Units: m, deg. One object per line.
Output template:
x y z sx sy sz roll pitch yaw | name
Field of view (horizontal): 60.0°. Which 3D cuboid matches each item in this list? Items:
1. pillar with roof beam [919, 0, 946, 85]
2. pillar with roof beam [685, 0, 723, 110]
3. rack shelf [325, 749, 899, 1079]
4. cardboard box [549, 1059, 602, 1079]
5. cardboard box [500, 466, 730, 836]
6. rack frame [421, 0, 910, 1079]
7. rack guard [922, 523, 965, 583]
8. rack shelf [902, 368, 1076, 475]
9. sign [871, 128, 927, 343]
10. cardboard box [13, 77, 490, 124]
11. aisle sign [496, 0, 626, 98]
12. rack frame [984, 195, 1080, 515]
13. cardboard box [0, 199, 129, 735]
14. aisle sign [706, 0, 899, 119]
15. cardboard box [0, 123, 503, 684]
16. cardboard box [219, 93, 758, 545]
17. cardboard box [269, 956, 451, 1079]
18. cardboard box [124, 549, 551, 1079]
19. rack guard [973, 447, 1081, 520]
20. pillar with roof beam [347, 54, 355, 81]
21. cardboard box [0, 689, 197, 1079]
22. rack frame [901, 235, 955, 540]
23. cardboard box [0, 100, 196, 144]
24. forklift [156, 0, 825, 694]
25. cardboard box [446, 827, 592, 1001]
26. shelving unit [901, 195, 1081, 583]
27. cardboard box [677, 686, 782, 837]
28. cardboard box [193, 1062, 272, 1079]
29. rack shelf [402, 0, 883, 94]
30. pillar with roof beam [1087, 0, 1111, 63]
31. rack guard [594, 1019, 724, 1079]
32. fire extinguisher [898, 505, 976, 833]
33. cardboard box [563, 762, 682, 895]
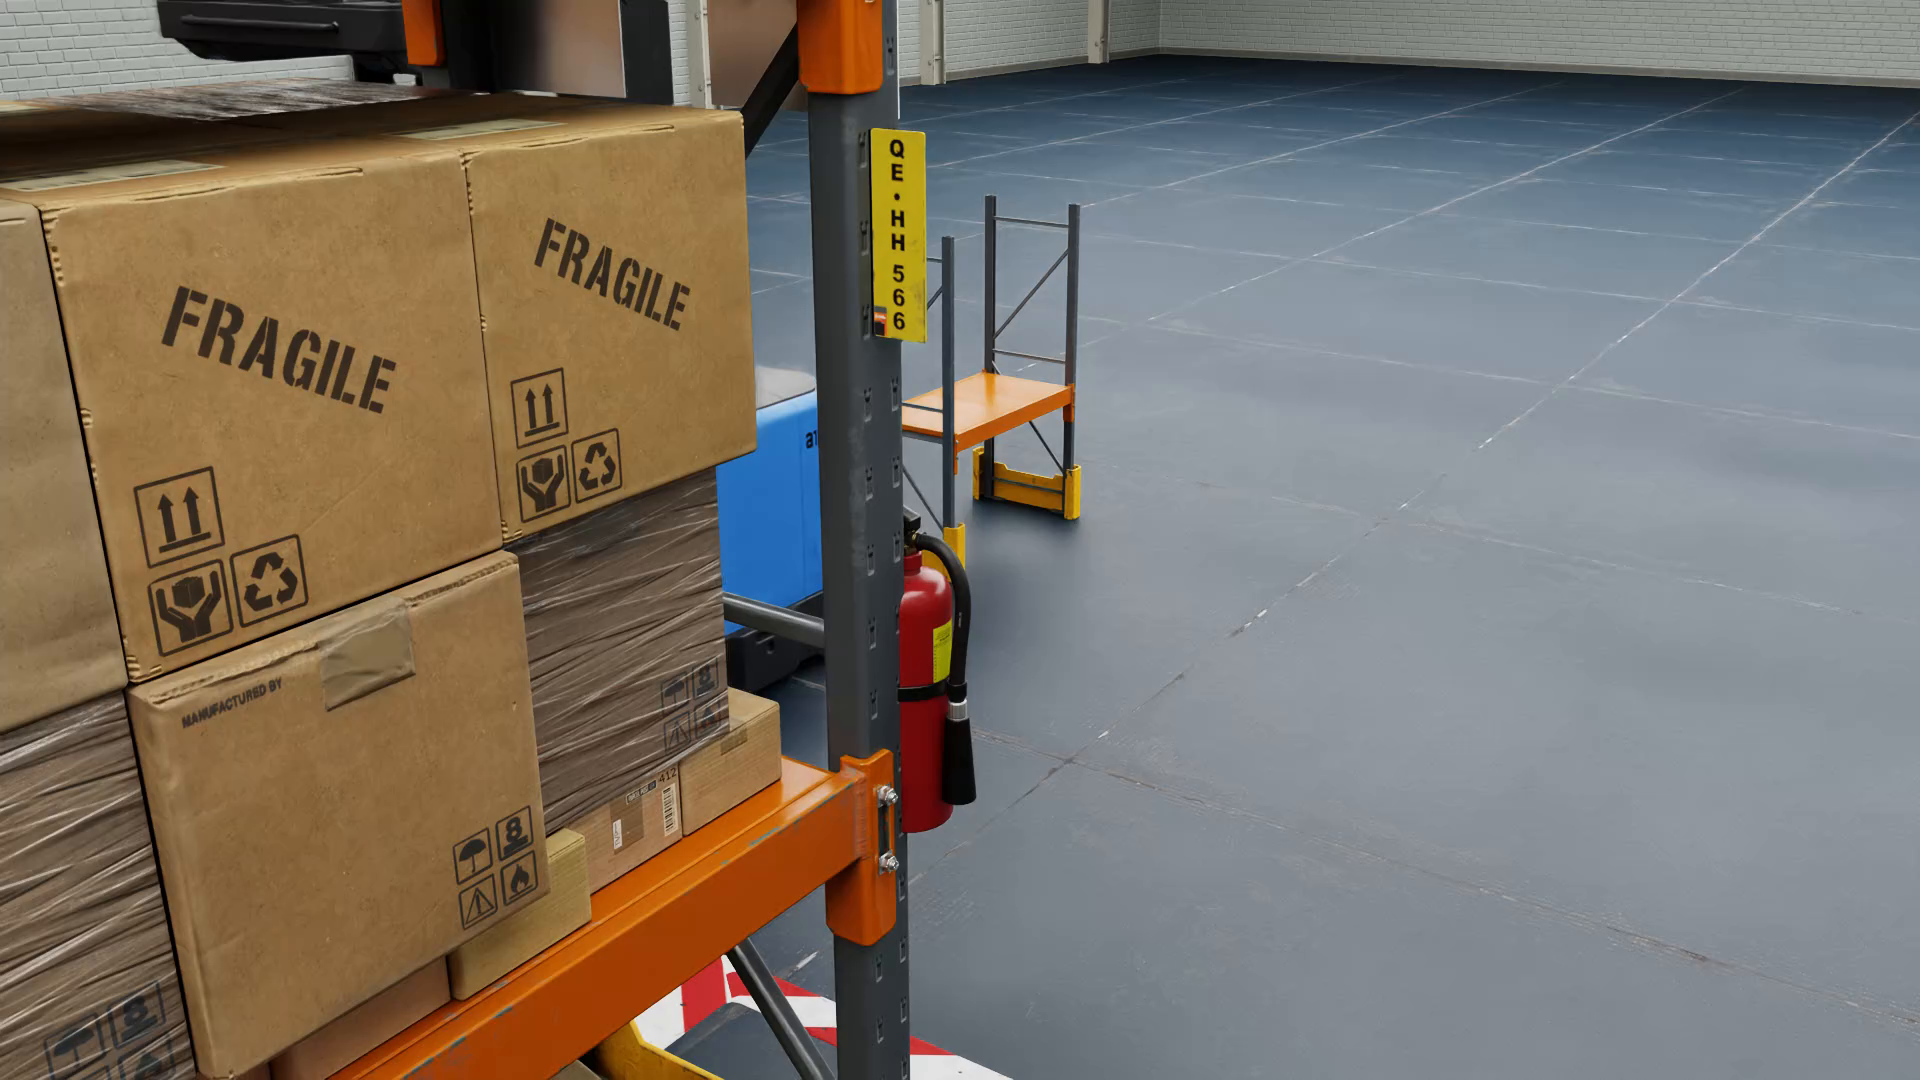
3.069 -11.631 26.239 9.100 9.000 0.400 13 24 32 | pillar with roof beam
-0.304 -9.910 21.585 9.100 9.000 0.400 13 24 32 | pillar with roof beam
-1.667 1.016 1.732 1.077 0.370 4.000 13 24 32 | rack shelf
-0.908 1.256 3.044 0.500 0.500 0.500 19 28 42 | cardboard box
-0.875 0.070 2.678 0.875 0.500 0.500 13 24 32 | cardboard box
-0.545 0.104 3.161 0.949 2.616 0.053 13 24 32 | rack frame
-0.237 0.004 7.394 0.587 0.250 0.087 13 24 32 | rack guard
0.048 -0.559 7.633 0.538 0.185 1.000 13 24 32 | rack shelf
-0.095 -0.473 2.595 0.100 0.325 0.005 13 24 32 | sign
-1.077 -0.446 2.634 0.500 0.500 0.500 13 24 32 | cardboard box
-0.756 -1.191 2.914 0.394 0.787 0.004 13 24 32 | aisle sign
0.334 -0.874 7.965 0.500 1.500 0.032 13 24 32 | rack frame
-1.207 -0.057 1.582 0.500 0.500 0.500 13 24 32 | cardboard box
-0.260 -1.074 2.598 0.394 0.787 0.004 13 24 32 | aisle sign
-0.924 -0.200 1.969 0.500 0.500 0.500 13 24 32 | cardboard box
-0.647 -0.345 2.360 0.500 0.500 0.500 13 24 32 | cardboard box
-0.924 0.566 2.272 0.380 0.149 0.250 13 24 32 | cardboard box
-1.056 0.237 2.227 0.875 0.500 0.500 13 24 32 | cardboard box
0.323 -0.282 8.167 0.587 0.250 0.087 13 24 32 | rack guard
-3.677 -8.188 16.931 9.100 9.000 0.400 13 24 32 | pillar with roof beam
-1.373 0.372 1.862 0.875 0.500 0.500 13 24 32 | cardboard box
-0.238 -0.582 7.177 0.500 1.500 0.032 13 24 32 | rack frame
-1.364 -0.304 2.249 0.500 0.500 0.500 13 24 32 | cardboard box
-1.661 -0.641 5.273 1.130 2.935 3.031 14 24 33 | forklift
-0.771 0.498 2.458 0.380 0.149 0.250 13 24 32 | cardboard box
0.043 -0.725 7.564 0.587 1.500 1.083 13 24 32 | shelving unit
-0.532 0.344 2.873 0.380 0.149 0.250 13 24 32 | cardboard box
-1.099 0.630 2.100 0.380 0.149 0.250 13 24 32 | cardboard box
-1.667 -0.391 1.212 1.077 0.370 4.000 13 24 32 | rack shelf
6.442 -13.353 30.893 9.100 9.000 0.400 13 24 32 | pillar with roof beam
-0.585 1.299 3.534 1.175 0.500 0.348 13 24 32 | rack guard
-0.097 0.198 3.018 0.296 0.674 0.183 13 24 32 | fire extinguisher
-0.673 0.416 2.679 0.380 0.149 0.250 13 24 32 | cardboard box
